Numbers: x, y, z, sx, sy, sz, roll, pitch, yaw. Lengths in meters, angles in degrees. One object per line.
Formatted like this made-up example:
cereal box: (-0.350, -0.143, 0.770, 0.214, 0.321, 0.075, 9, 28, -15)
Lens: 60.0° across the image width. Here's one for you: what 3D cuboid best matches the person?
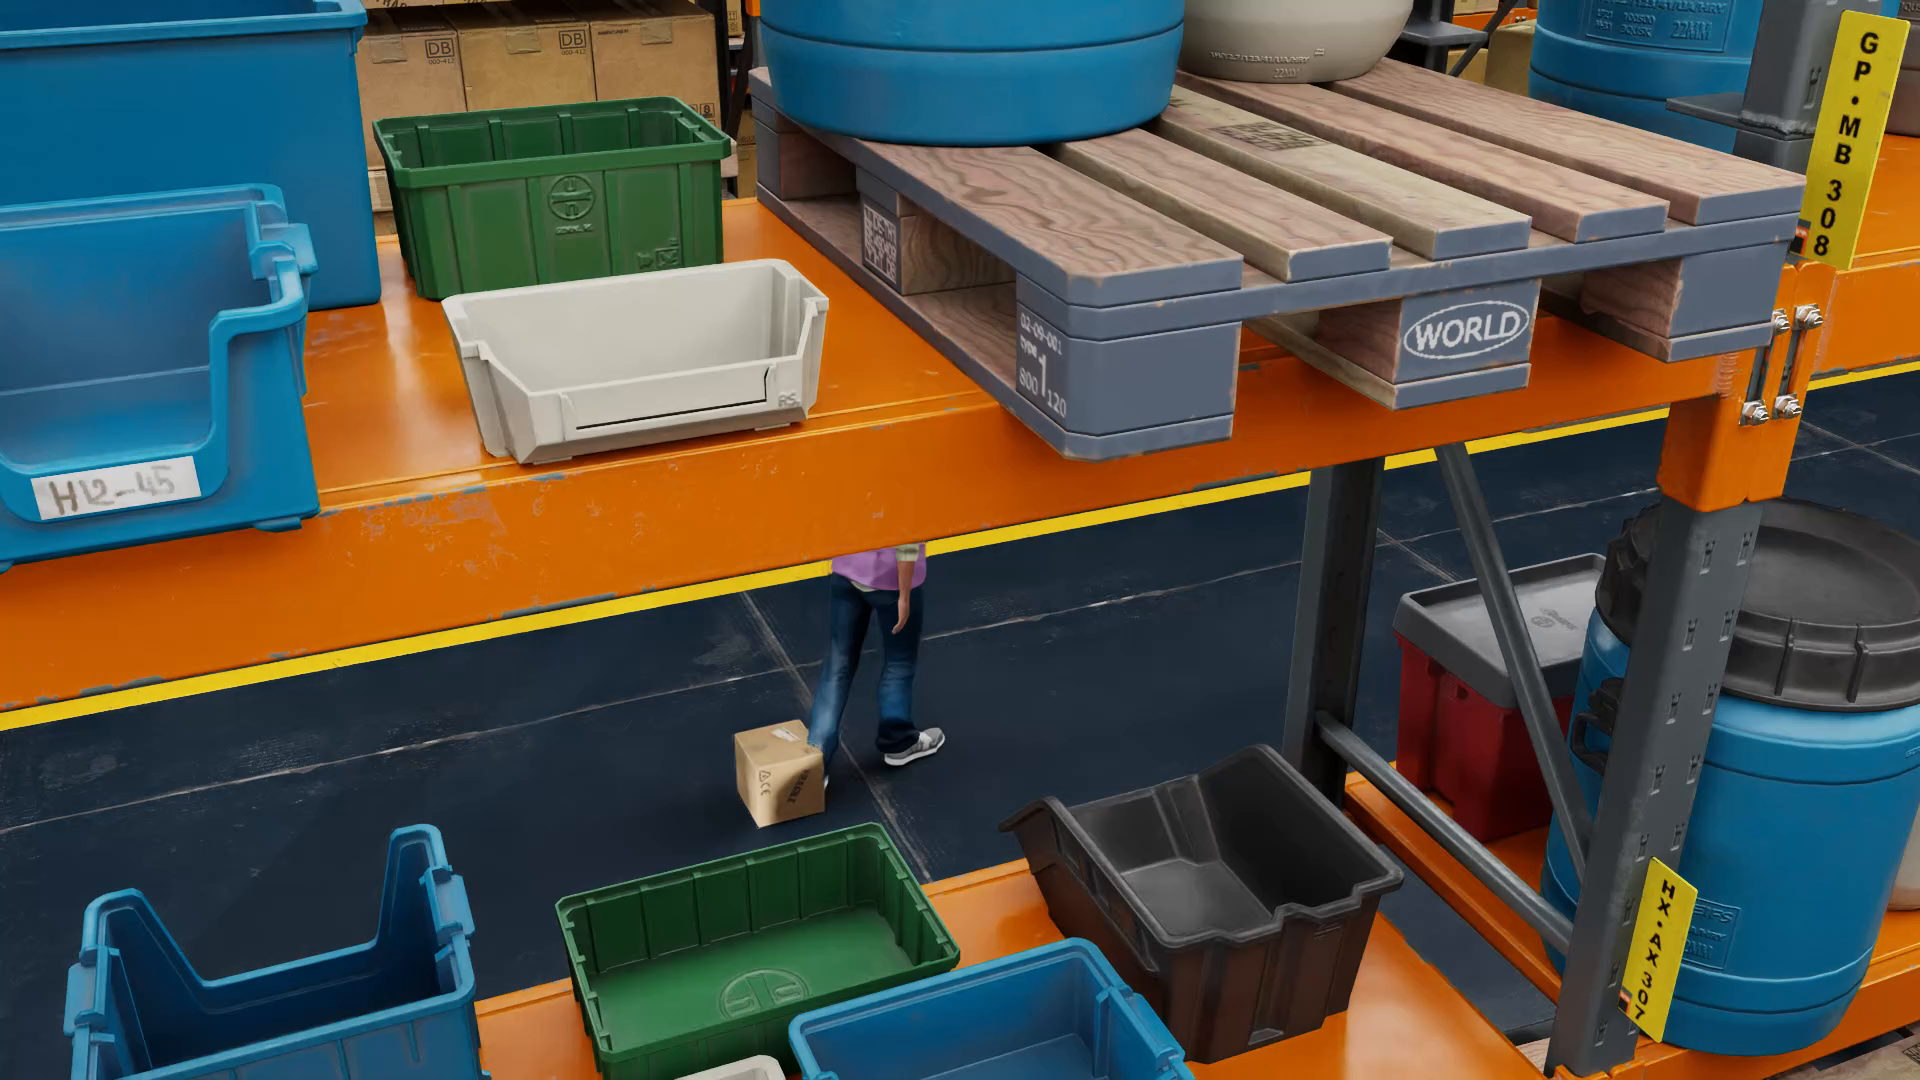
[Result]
person: (-0.321, 0.149, 5.830, 0.439, 1.575, 0.639, 21, 33, 36)
